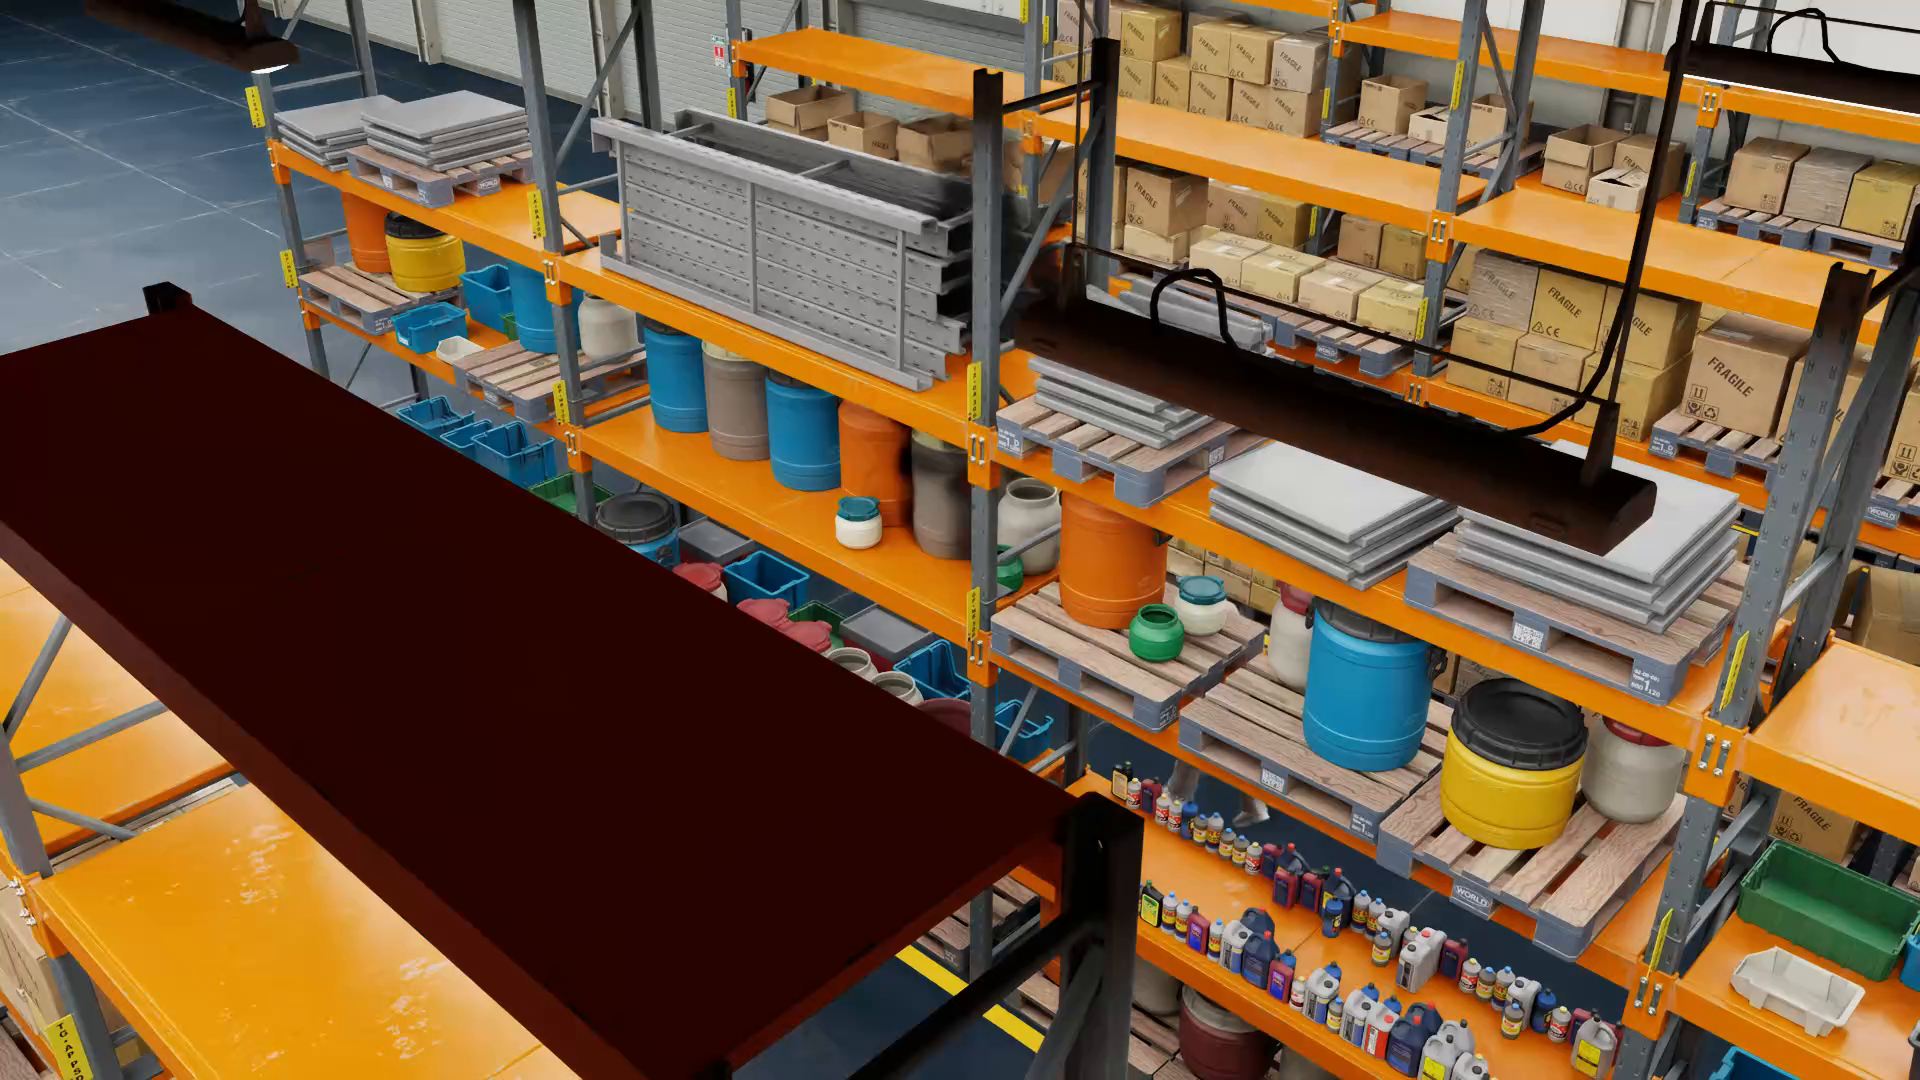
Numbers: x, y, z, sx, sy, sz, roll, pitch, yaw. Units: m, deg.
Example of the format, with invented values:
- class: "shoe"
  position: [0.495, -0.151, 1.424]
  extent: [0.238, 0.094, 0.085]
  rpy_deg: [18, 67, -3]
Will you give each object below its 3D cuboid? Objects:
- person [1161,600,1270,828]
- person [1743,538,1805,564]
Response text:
- class: "person"
  position: [1.807, 1.221, 11.646]
  extent: [0.941, 1.842, 0.707]
  rpy_deg: [24, 37, 36]
- class: "person"
  position: [6.688, 0.519, 13.684]
  extent: [0.556, 1.697, 0.760]
  rpy_deg: [-22, 36, -34]
